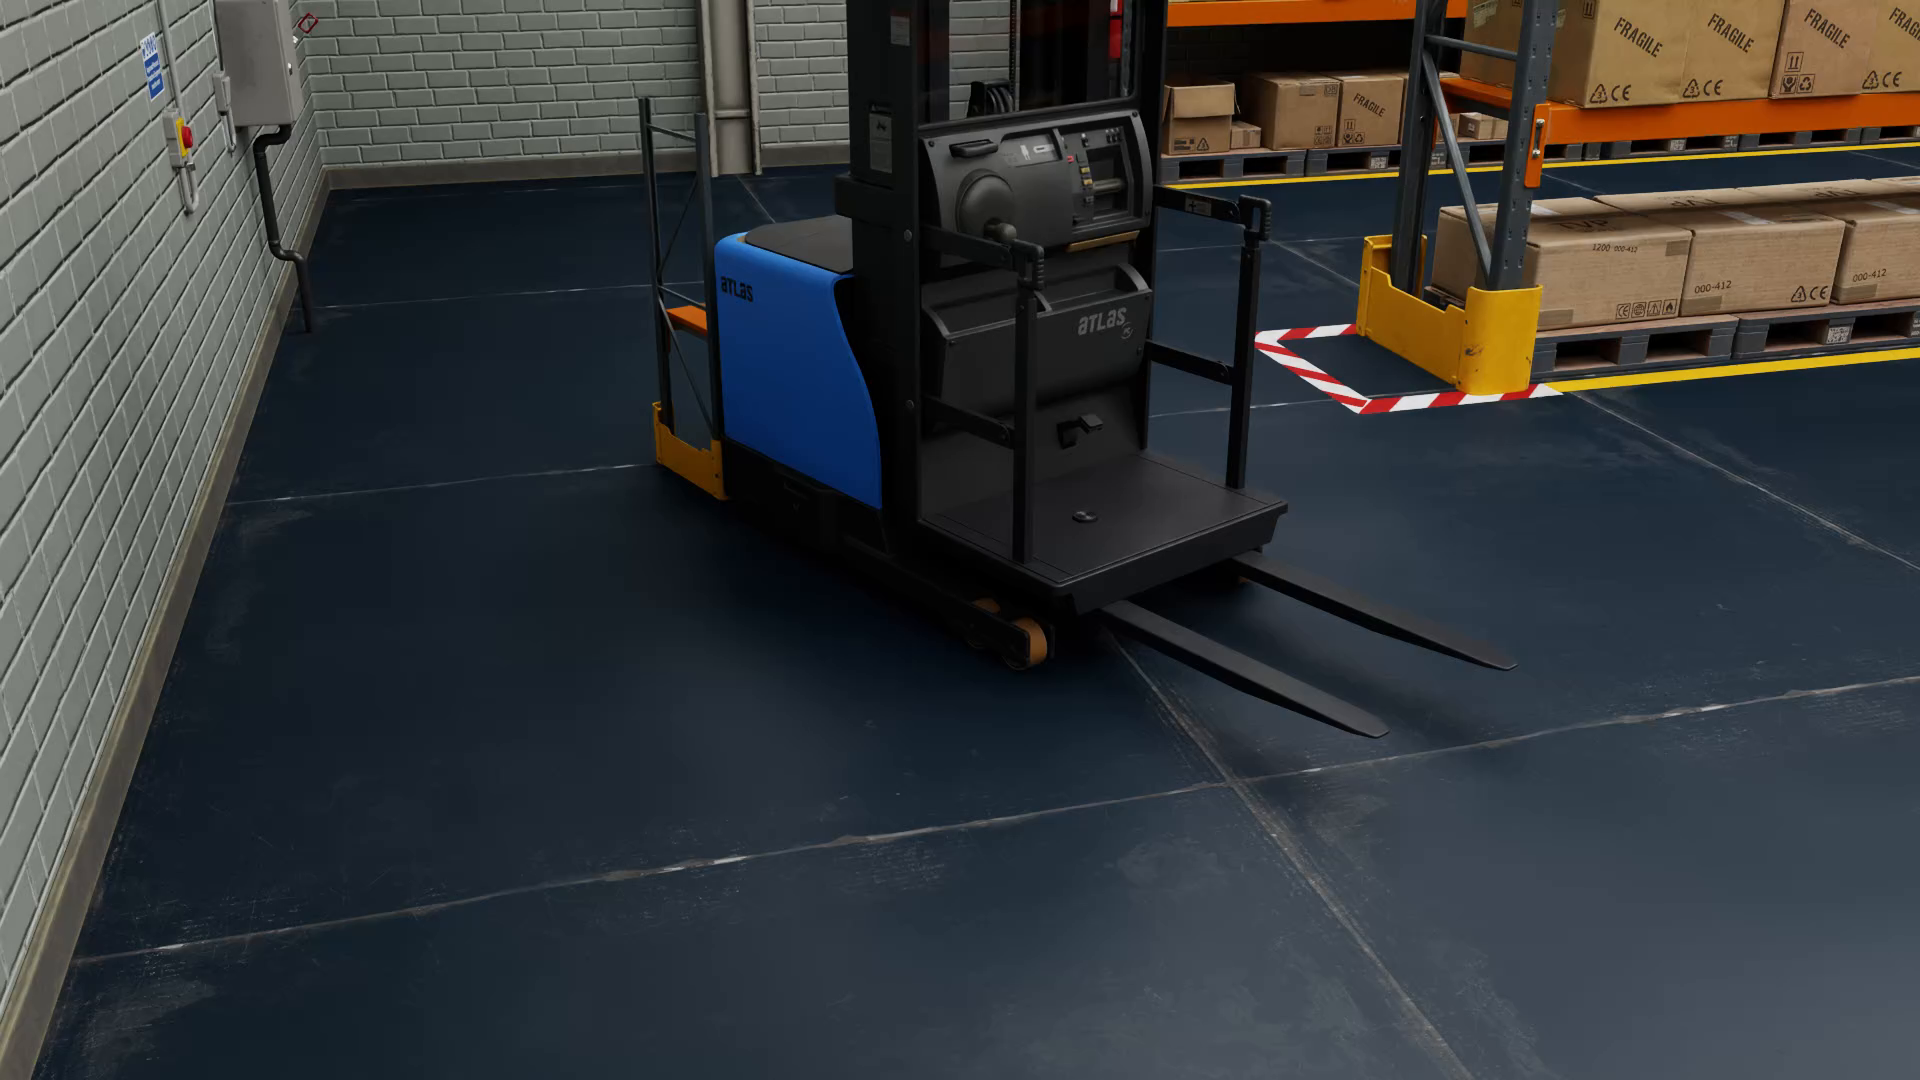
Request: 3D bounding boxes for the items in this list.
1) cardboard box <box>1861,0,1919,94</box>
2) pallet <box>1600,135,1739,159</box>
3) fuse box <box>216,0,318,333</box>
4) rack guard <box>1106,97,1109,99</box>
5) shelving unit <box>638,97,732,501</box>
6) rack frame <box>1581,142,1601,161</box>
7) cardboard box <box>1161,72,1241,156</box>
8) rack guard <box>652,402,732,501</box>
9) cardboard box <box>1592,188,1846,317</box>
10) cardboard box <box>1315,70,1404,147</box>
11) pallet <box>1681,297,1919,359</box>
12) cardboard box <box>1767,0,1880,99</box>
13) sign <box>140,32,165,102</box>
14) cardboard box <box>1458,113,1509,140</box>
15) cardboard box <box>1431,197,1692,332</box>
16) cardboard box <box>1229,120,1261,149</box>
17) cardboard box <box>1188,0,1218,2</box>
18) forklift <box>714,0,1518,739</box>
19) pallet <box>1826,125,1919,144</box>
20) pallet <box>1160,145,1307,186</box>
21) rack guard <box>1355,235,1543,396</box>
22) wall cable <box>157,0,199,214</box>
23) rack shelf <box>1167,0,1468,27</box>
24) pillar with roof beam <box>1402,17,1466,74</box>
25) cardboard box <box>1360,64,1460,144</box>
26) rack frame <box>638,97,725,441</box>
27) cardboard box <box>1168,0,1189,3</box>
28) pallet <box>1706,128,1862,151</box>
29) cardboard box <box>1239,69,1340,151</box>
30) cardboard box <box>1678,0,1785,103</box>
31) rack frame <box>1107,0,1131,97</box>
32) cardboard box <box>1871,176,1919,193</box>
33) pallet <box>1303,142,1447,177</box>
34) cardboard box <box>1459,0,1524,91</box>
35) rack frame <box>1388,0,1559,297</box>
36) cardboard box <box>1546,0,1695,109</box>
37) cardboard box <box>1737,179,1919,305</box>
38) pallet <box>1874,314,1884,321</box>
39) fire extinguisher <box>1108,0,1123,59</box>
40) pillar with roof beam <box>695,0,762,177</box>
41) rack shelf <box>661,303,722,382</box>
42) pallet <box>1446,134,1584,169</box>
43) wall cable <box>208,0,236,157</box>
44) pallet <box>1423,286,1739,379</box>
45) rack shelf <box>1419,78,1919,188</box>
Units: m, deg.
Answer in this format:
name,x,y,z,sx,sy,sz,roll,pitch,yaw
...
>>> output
name,x,y,z,sx,sy,sz,roll,pitch,yaw
cardboard box,4.419,-2.454,8.039,0.500,0.500,0.500,-6,24,-13
pallet,5.708,-3.424,13.963,1.213,0.211,1.003,-6,24,-14
fuse box,-3.422,-1.906,8.523,0.414,1.711,0.539,-6,24,-14
rack guard,1.157,-3.038,12.697,0.348,0.500,1.175,-6,24,-14
shelving unit,-0.683,-1.061,6.820,1.083,1.500,0.587,-16,28,-33
rack frame,4.935,-4.605,13.178,0.127,3.000,1.000,-6,24,-14
cardboard box,1.698,-3.254,12.662,0.637,0.503,0.797,-7,24,-16
rack guard,-1.085,-0.370,6.796,0.087,0.250,0.587,-16,28,-33
cardboard box,3.915,-1.519,8.703,0.875,0.438,0.875,-6,24,-13
cardboard box,3.068,-3.347,12.884,0.500,0.500,0.500,-6,24,-13
pallet,4.349,-1.257,8.911,1.213,0.211,1.003,-6,24,-14
cardboard box,3.942,-2.395,7.900,0.500,0.500,0.500,-6,24,-15
sign,-3.041,-1.785,6.262,0.001,0.218,0.327,-6,24,-14
cardboard box,4.134,-3.333,13.147,0.258,0.266,0.396,-5,24,-12
cardboard box,3.036,-1.419,8.469,0.875,0.438,0.875,-7,24,-16
cardboard box,2.118,-3.121,12.803,0.250,0.149,0.380,-7,24,-16
cardboard box,1.706,-4.039,12.178,0.250,0.149,0.380,-6,24,-13
forklift,0.403,-1.156,5.227,1.130,2.935,3.031,-18,29,-36
pallet,8.057,-3.684,14.569,1.213,0.211,1.003,-6,24,-14
pallet,1.924,-2.991,12.953,1.213,0.211,1.003,-6,24,-14
rack guard,2.405,-1.144,8.281,0.348,0.500,1.175,-6,24,-14
wall cable,-2.995,-2.167,6.167,0.123,1.953,0.585,-6,24,-14
rack shelf,3.009,-4.061,12.823,4.000,0.370,1.077,-6,24,-14
pillar with roof beam,5.184,-5.995,8.811,0.400,9.000,9.100,-6,24,-14
cardboard box,3.531,-3.439,13.099,0.500,0.500,0.700,-7,24,-16
rack frame,-1.086,-0.944,6.549,0.032,1.500,0.500,-16,28,-33
cardboard box,1.474,-3.994,12.073,0.250,0.149,0.380,-6,24,-15
pallet,6.885,-3.556,14.269,1.213,0.211,1.003,-6,24,-14
cardboard box,2.532,-3.329,12.841,0.500,0.500,0.700,-5,24,-12
cardboard box,3.447,-2.347,7.790,0.500,0.500,0.500,-7,24,-15
rack frame,1.083,-4.179,12.185,0.127,3.000,1.000,-6,24,-14
cardboard box,5.646,-1.710,9.149,0.875,0.438,0.875,-7,24,-15
pallet,3.096,-3.119,13.252,1.213,0.211,1.003,-6,24,-14
cardboard box,2.821,-2.493,8.128,0.500,0.500,0.500,-6,24,-14
rack frame,2.428,-2.295,7.794,0.127,3.000,1.000,-6,24,-14
cardboard box,2.968,-2.283,7.639,0.500,0.500,0.500,-7,24,-15
cardboard box,4.784,-1.615,8.926,0.875,0.438,0.875,-7,24,-16
pallet,5.526,-1.388,9.217,1.213,0.211,1.003,-6,24,-14
fire extinguisher,1.067,-3.781,11.828,0.183,0.674,0.296,-6,24,-14
pillar with roof beam,-0.593,-5.356,7.321,0.400,9.000,9.100,-6,24,-14
rack shelf,-0.676,-0.898,6.896,1.000,0.185,0.538,-16,28,-33
pallet,4.273,-3.251,13.558,1.213,0.211,1.003,-6,24,-14
wall cable,-3.389,-2.689,7.425,0.122,1.984,0.588,-6,24,-14
pallet,3.177,-1.128,8.612,1.213,0.211,1.003,-6,24,-14
rack shelf,4.354,-2.177,8.432,4.000,0.370,1.077,-6,24,-14
